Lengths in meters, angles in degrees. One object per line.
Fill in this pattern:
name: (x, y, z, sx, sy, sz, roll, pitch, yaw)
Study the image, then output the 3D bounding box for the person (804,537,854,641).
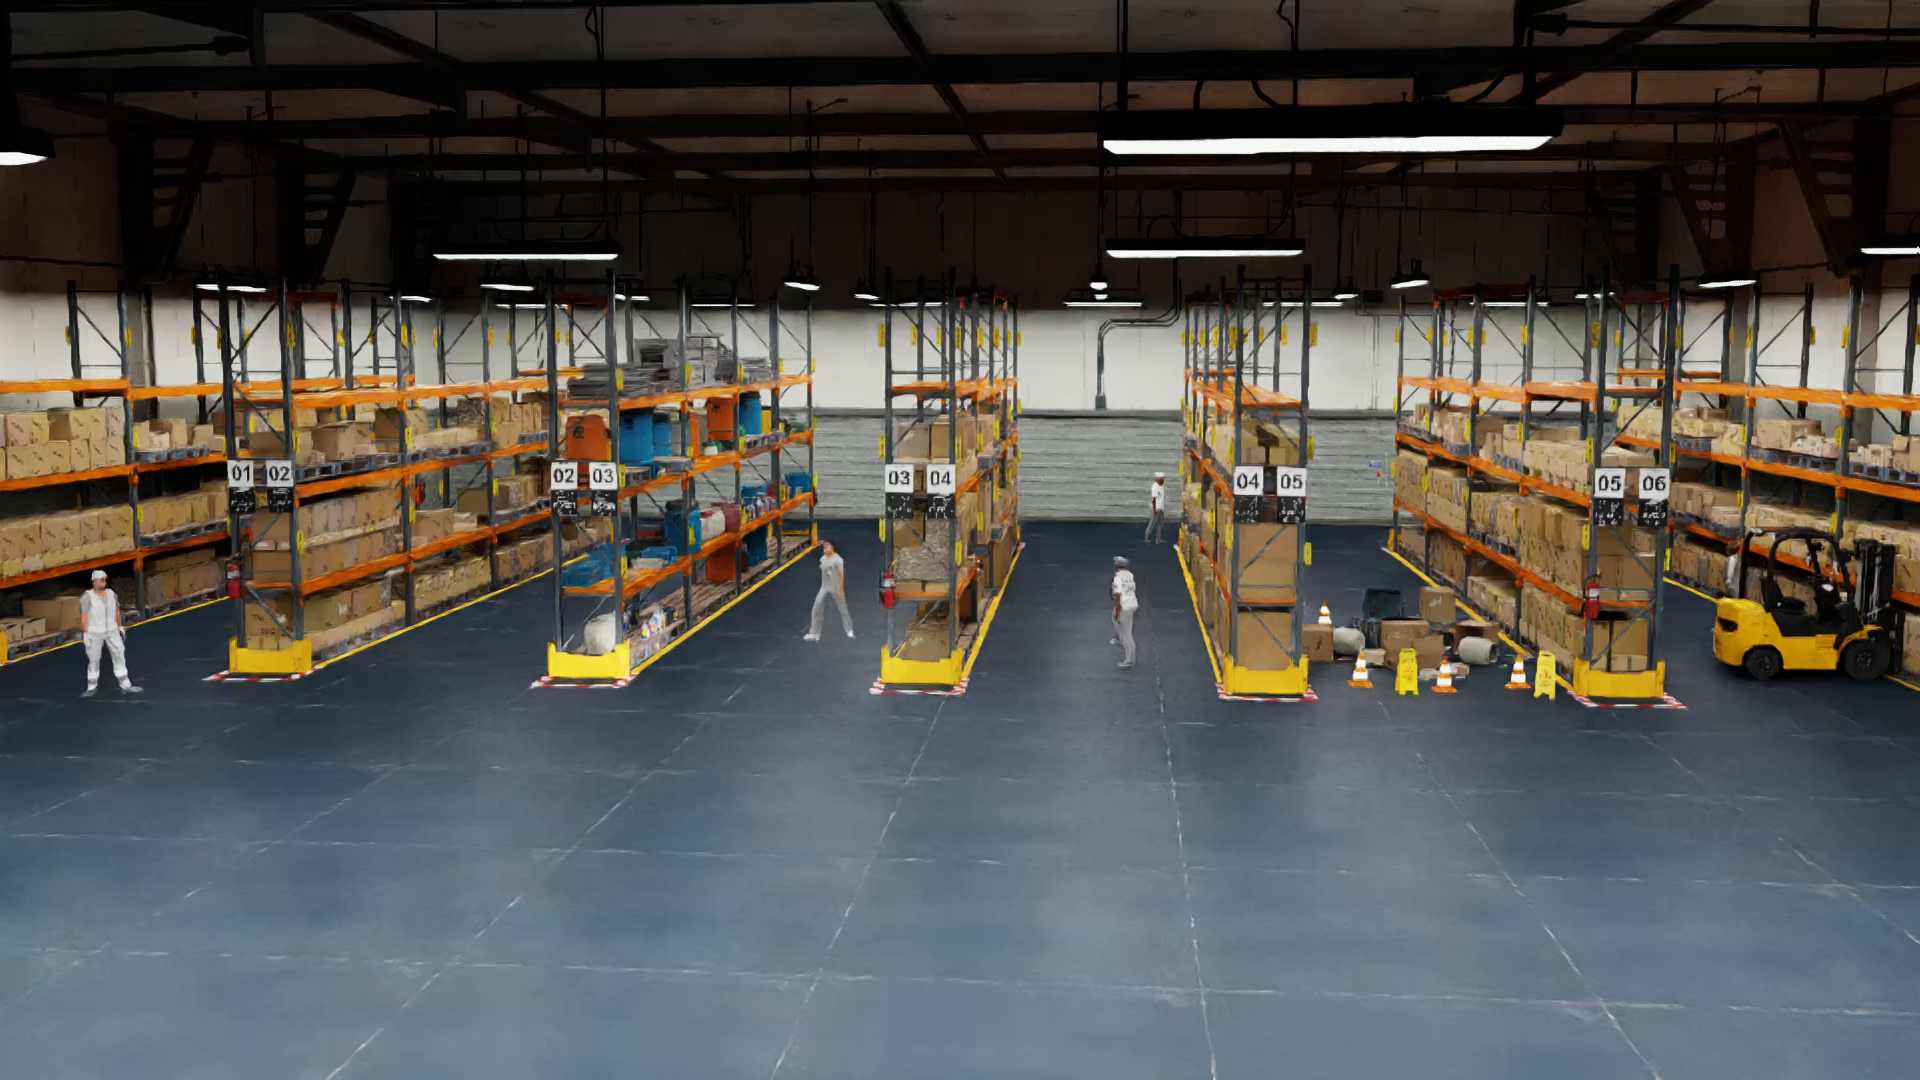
person: (-2.017, 0.758, 26.032, 0.482, 1.611, 0.949, 4, 8, 29)

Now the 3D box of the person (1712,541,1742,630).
person: (12.999, 0.799, 28.036, 0.536, 1.590, 0.535, 4, 8, 32)

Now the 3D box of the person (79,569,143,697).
person: (-11.934, 1.287, 23.239, 0.528, 1.784, 0.702, 5, 9, 38)

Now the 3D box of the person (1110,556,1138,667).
person: (2.486, 1.077, 25.506, 0.607, 1.654, 0.573, 5, 8, 34)

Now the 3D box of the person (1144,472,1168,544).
person: (4.780, -0.781, 40.498, 0.527, 1.769, 0.656, 2, 7, 18)
